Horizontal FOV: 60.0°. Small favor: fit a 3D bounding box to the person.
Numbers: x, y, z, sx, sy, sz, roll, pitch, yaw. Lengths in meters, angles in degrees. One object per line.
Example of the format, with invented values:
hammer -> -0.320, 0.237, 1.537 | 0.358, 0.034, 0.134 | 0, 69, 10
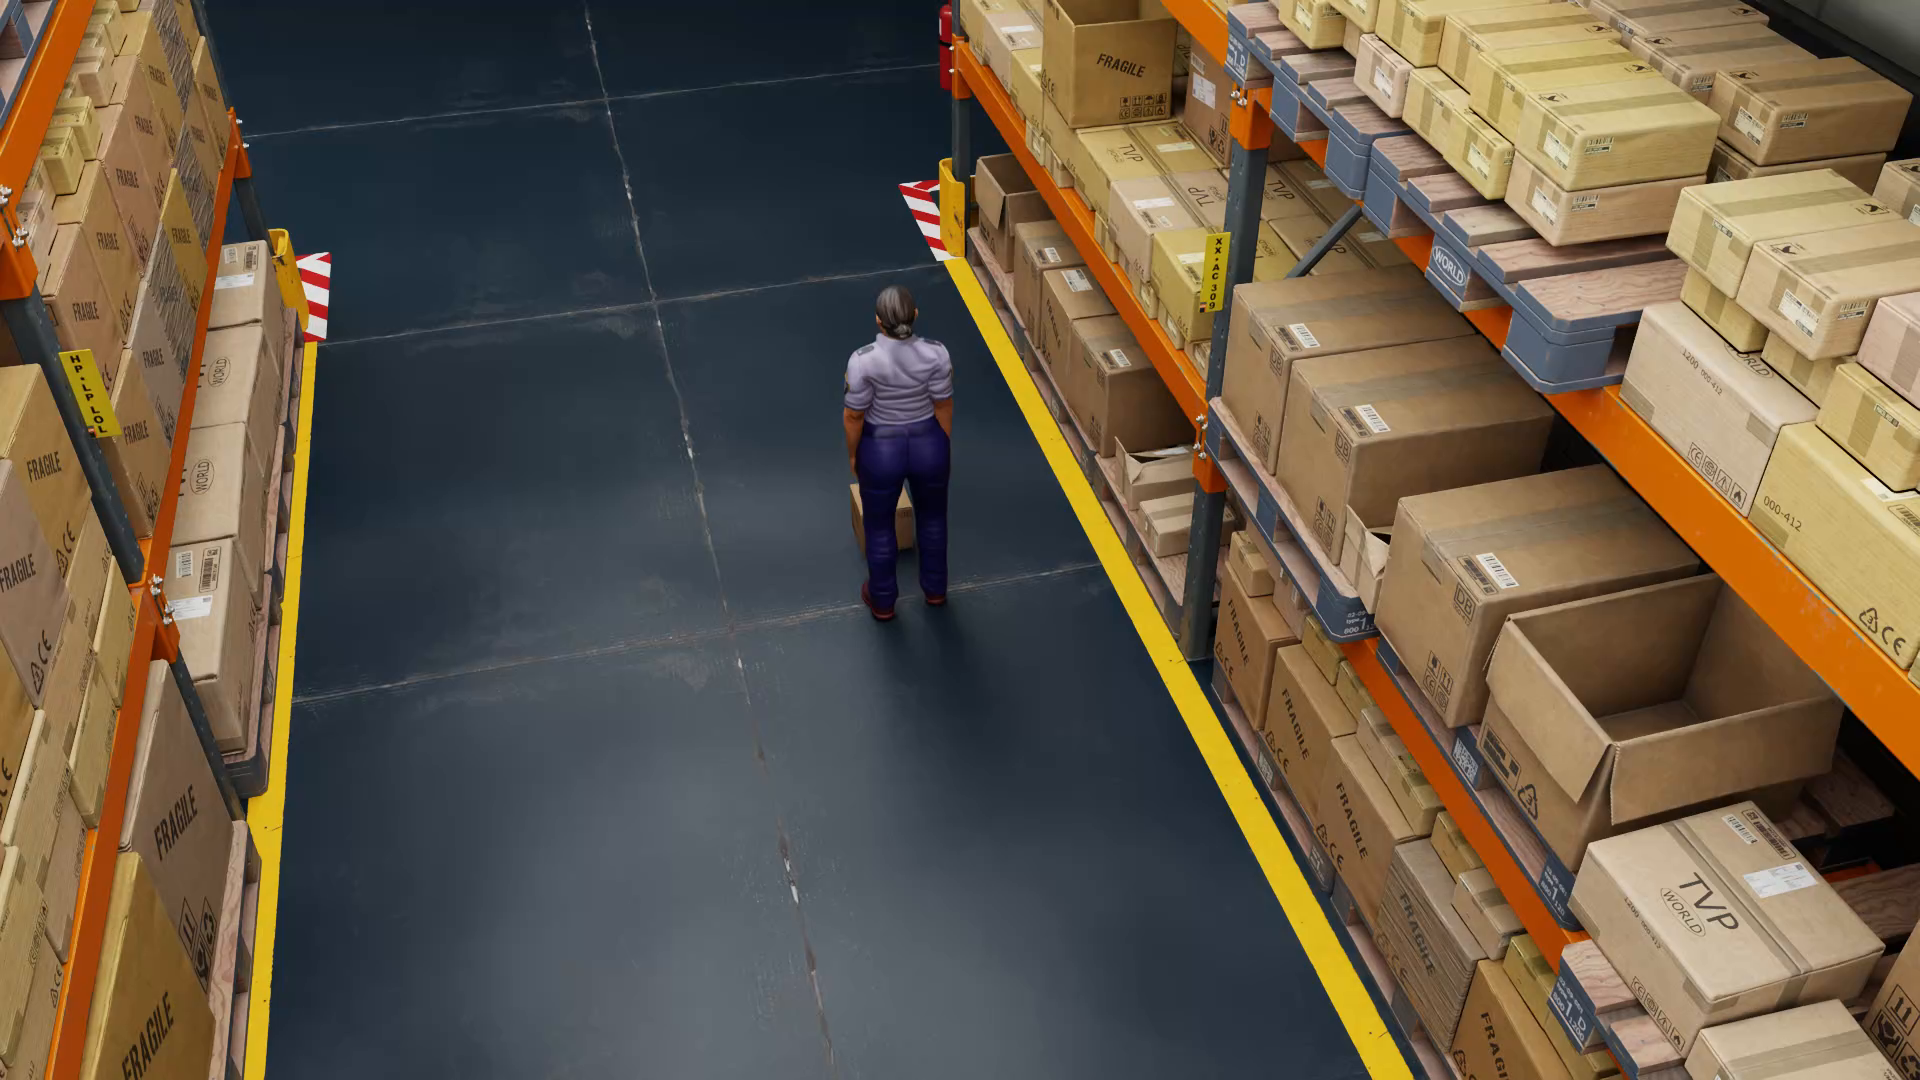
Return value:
person -> -0.271, -0.380, 7.215 | 0.473, 1.668, 0.342 | -9, 39, -11
